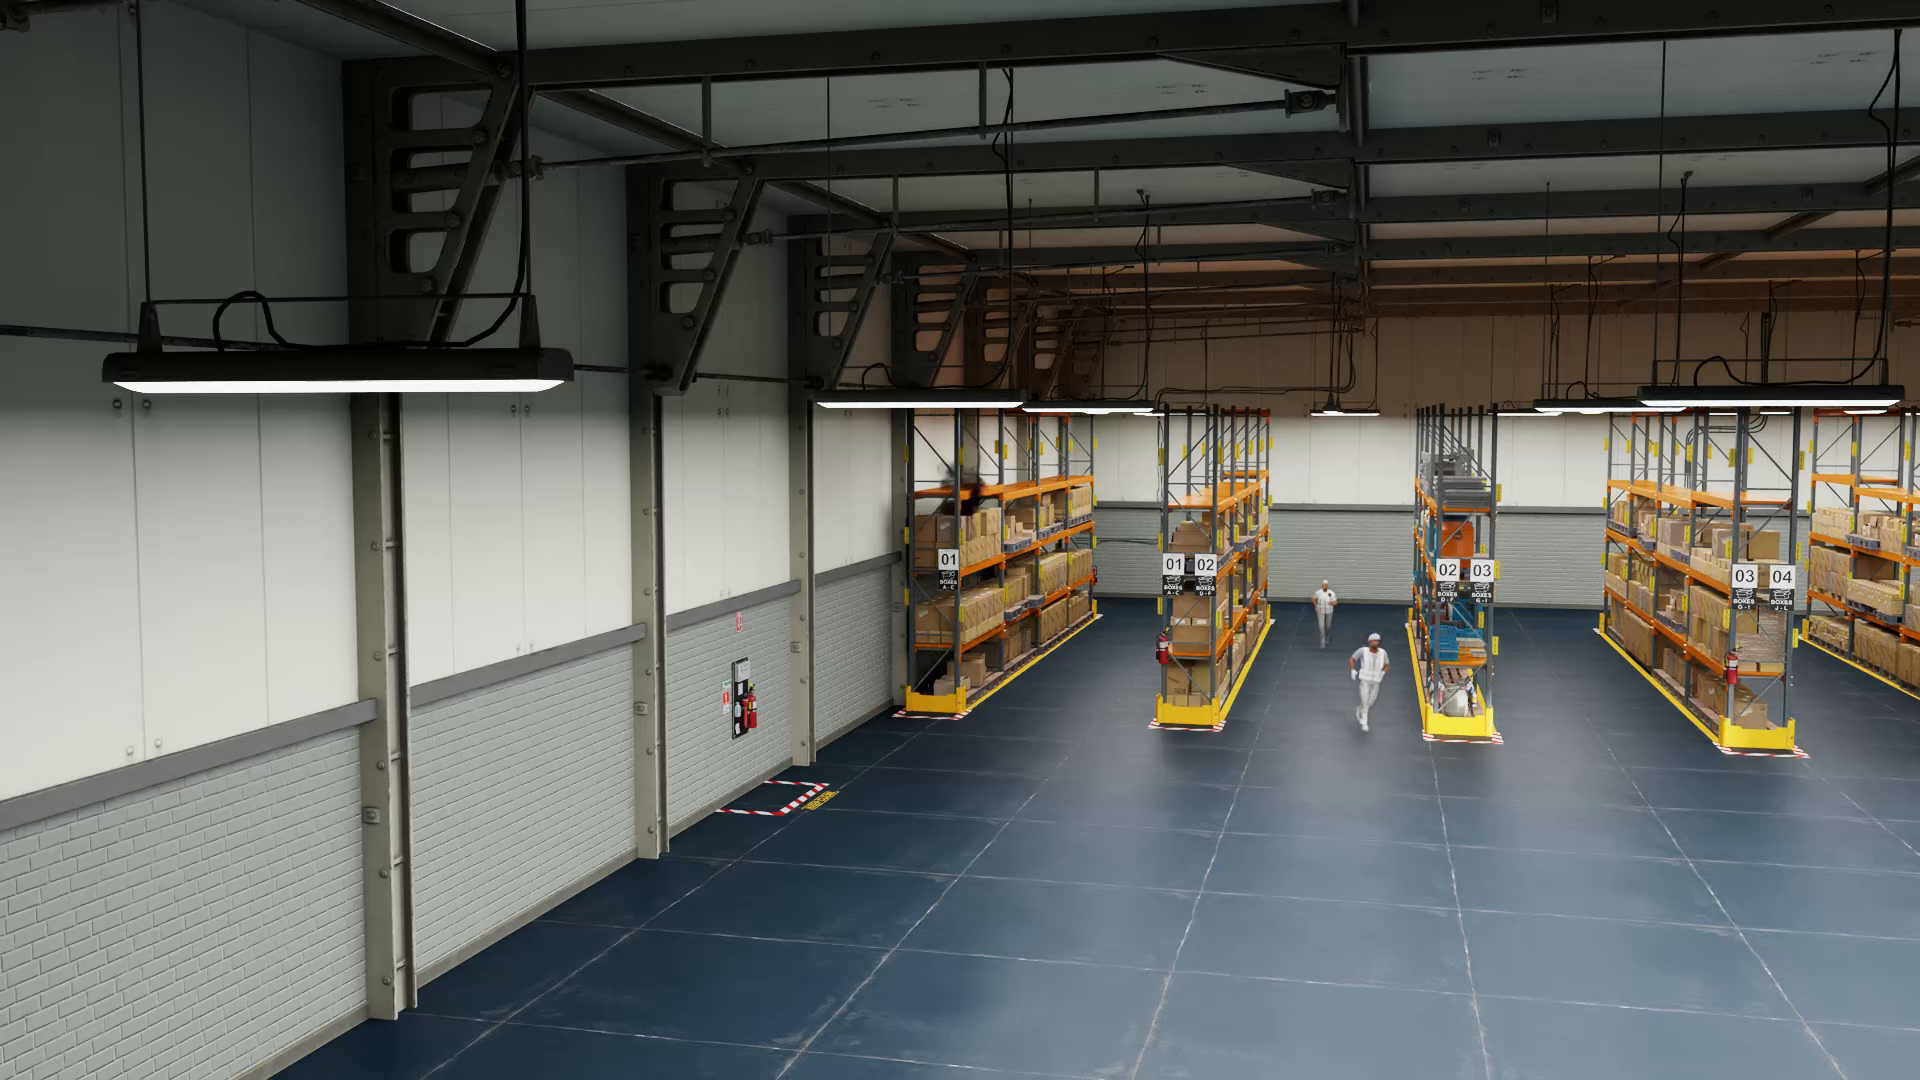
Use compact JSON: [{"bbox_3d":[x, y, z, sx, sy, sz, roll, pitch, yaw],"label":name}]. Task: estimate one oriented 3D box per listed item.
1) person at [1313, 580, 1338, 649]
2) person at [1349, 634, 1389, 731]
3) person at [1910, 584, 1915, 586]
[{"bbox_3d":[9.152,1.846,41.682,0.601,1.666,0.850,1,4,8],"label":"person"},{"bbox_3d":[7.612,2.615,30.899,0.728,1.775,0.853,0,4,-4],"label":"person"},{"bbox_3d":[23.414,1.919,41.008,0.617,1.666,0.696,0,4,6],"label":"person"}]
